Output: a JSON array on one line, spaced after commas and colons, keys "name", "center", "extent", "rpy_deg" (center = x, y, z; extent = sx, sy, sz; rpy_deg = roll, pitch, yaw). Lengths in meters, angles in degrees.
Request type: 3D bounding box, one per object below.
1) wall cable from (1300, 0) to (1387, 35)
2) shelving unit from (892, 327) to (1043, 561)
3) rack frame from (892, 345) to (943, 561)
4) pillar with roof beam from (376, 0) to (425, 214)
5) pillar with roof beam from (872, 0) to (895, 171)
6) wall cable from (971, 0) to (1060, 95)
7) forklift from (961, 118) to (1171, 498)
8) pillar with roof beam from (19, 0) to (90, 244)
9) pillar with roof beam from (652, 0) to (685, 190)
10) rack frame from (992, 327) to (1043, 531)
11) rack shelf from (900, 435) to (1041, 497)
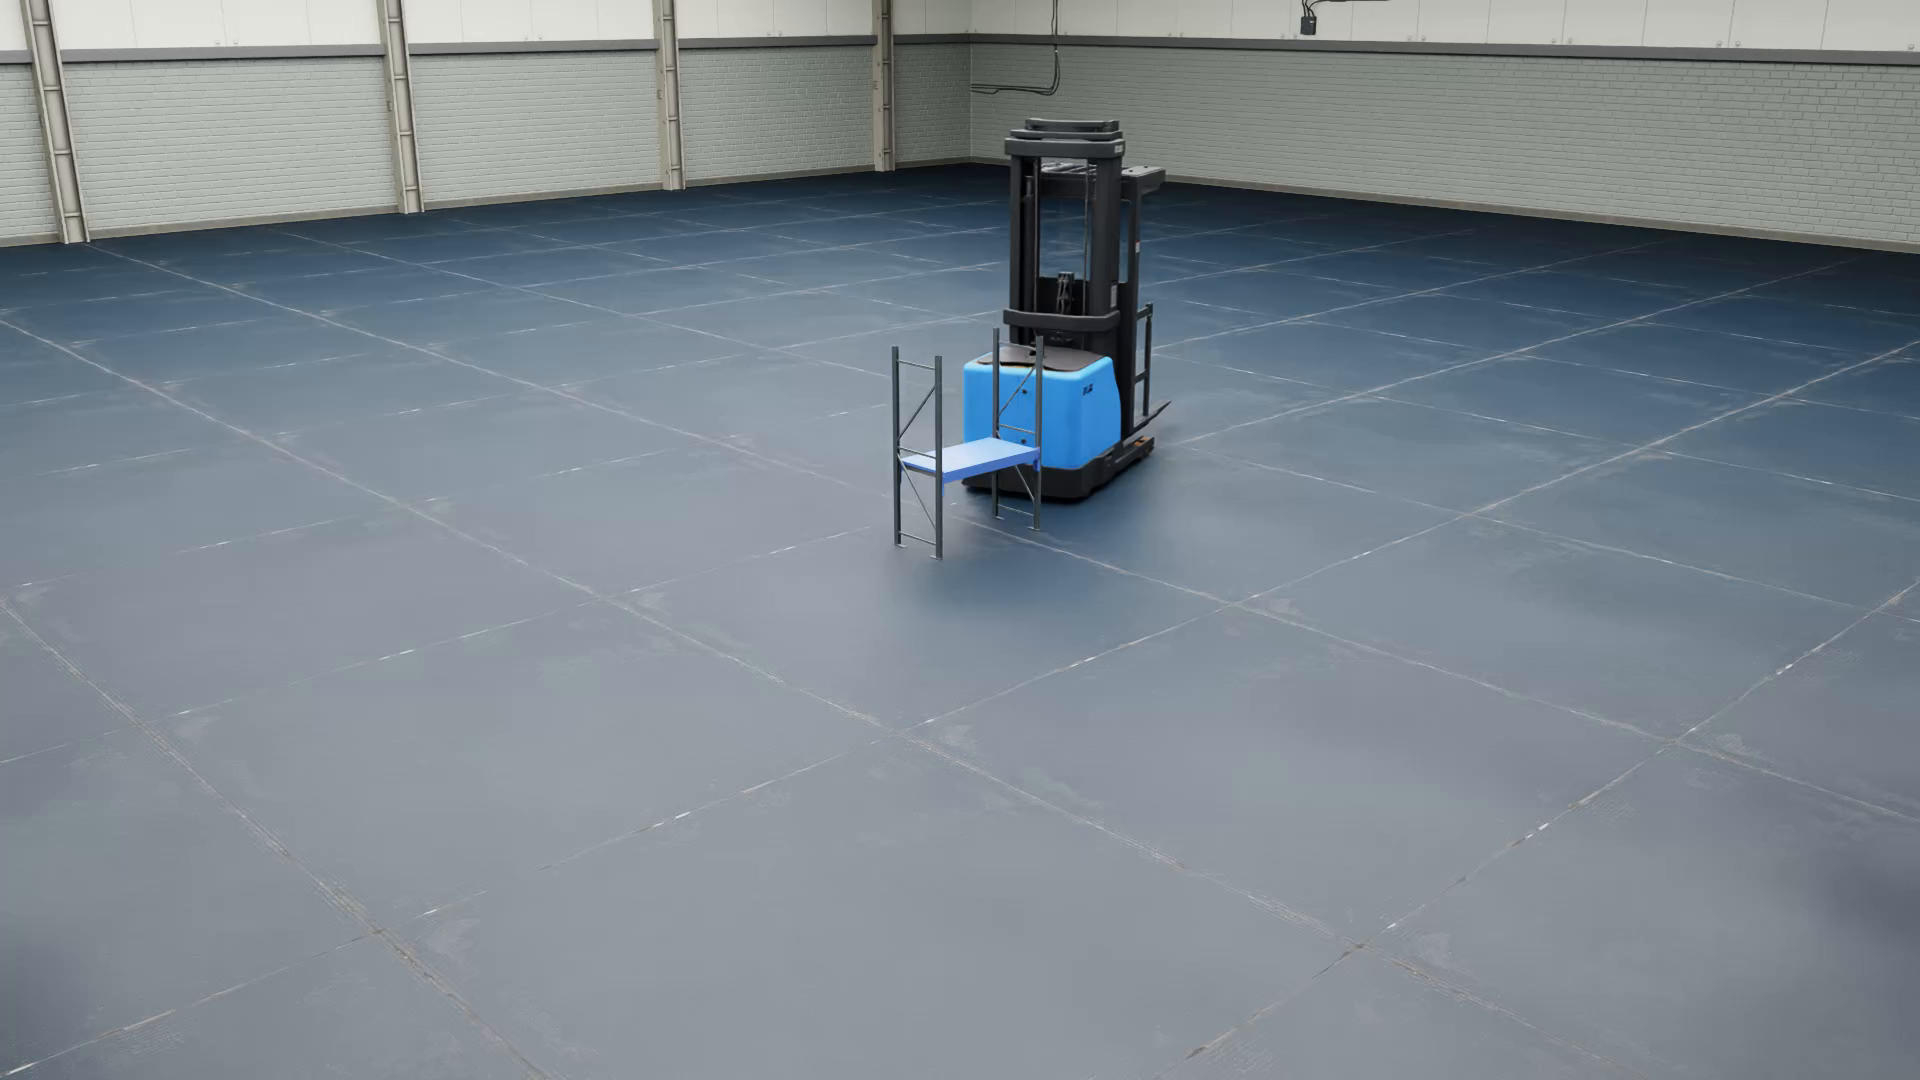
[{"name": "wall cable", "center": [7.760, -12.925, 32.244], "extent": [0.169, 6.003, 2.305], "rpy_deg": [-16, 24, -41]}, {"name": "shelving unit", "center": [0.062, -0.732, 12.309], "extent": [1.048, 1.500, 0.538], "rpy_deg": [-16, 24, -41]}, {"name": "rack frame", "center": [-0.307, -0.624, 11.977], "extent": [0.032, 1.500, 0.500], "rpy_deg": [-16, 24, -41]}, {"name": "pillar with roof beam", "center": [-7.561, -9.603, 27.511], "extent": [0.400, 9.000, 9.100], "rpy_deg": [-16, 24, -41]}, {"name": "pillar with roof beam", "center": [1.158, -12.145, 35.354], "extent": [0.400, 9.000, 9.100], "rpy_deg": [-16, 24, -41]}, {"name": "wall cable", "center": [1.249, -11.961, 39.820], "extent": [0.112, 2.526, 3.097], "rpy_deg": [-16, 24, -41]}, {"name": "forklift", "center": [1.082, -2.139, 14.331], "extent": [1.130, 2.935, 3.031], "rpy_deg": [8, 20, 23]}, {"name": "pillar with roof beam", "center": [-11.921, -8.331, 23.590], "extent": [0.400, 9.000, 9.100], "rpy_deg": [-16, 24, -41]}, {"name": "pillar with roof beam", "center": [-3.202, -10.874, 31.433], "extent": [0.400, 9.000, 9.100], "rpy_deg": [-16, 24, -41]}, {"name": "rack frame", "center": [0.431, -0.839, 12.641], "extent": [0.032, 1.500, 0.500], "rpy_deg": [-16, 24, -41]}, {"name": "rack shelf", "center": [0.062, -0.560, 12.365], "extent": [1.000, 0.185, 0.538], "rpy_deg": [-16, 24, -41]}]
